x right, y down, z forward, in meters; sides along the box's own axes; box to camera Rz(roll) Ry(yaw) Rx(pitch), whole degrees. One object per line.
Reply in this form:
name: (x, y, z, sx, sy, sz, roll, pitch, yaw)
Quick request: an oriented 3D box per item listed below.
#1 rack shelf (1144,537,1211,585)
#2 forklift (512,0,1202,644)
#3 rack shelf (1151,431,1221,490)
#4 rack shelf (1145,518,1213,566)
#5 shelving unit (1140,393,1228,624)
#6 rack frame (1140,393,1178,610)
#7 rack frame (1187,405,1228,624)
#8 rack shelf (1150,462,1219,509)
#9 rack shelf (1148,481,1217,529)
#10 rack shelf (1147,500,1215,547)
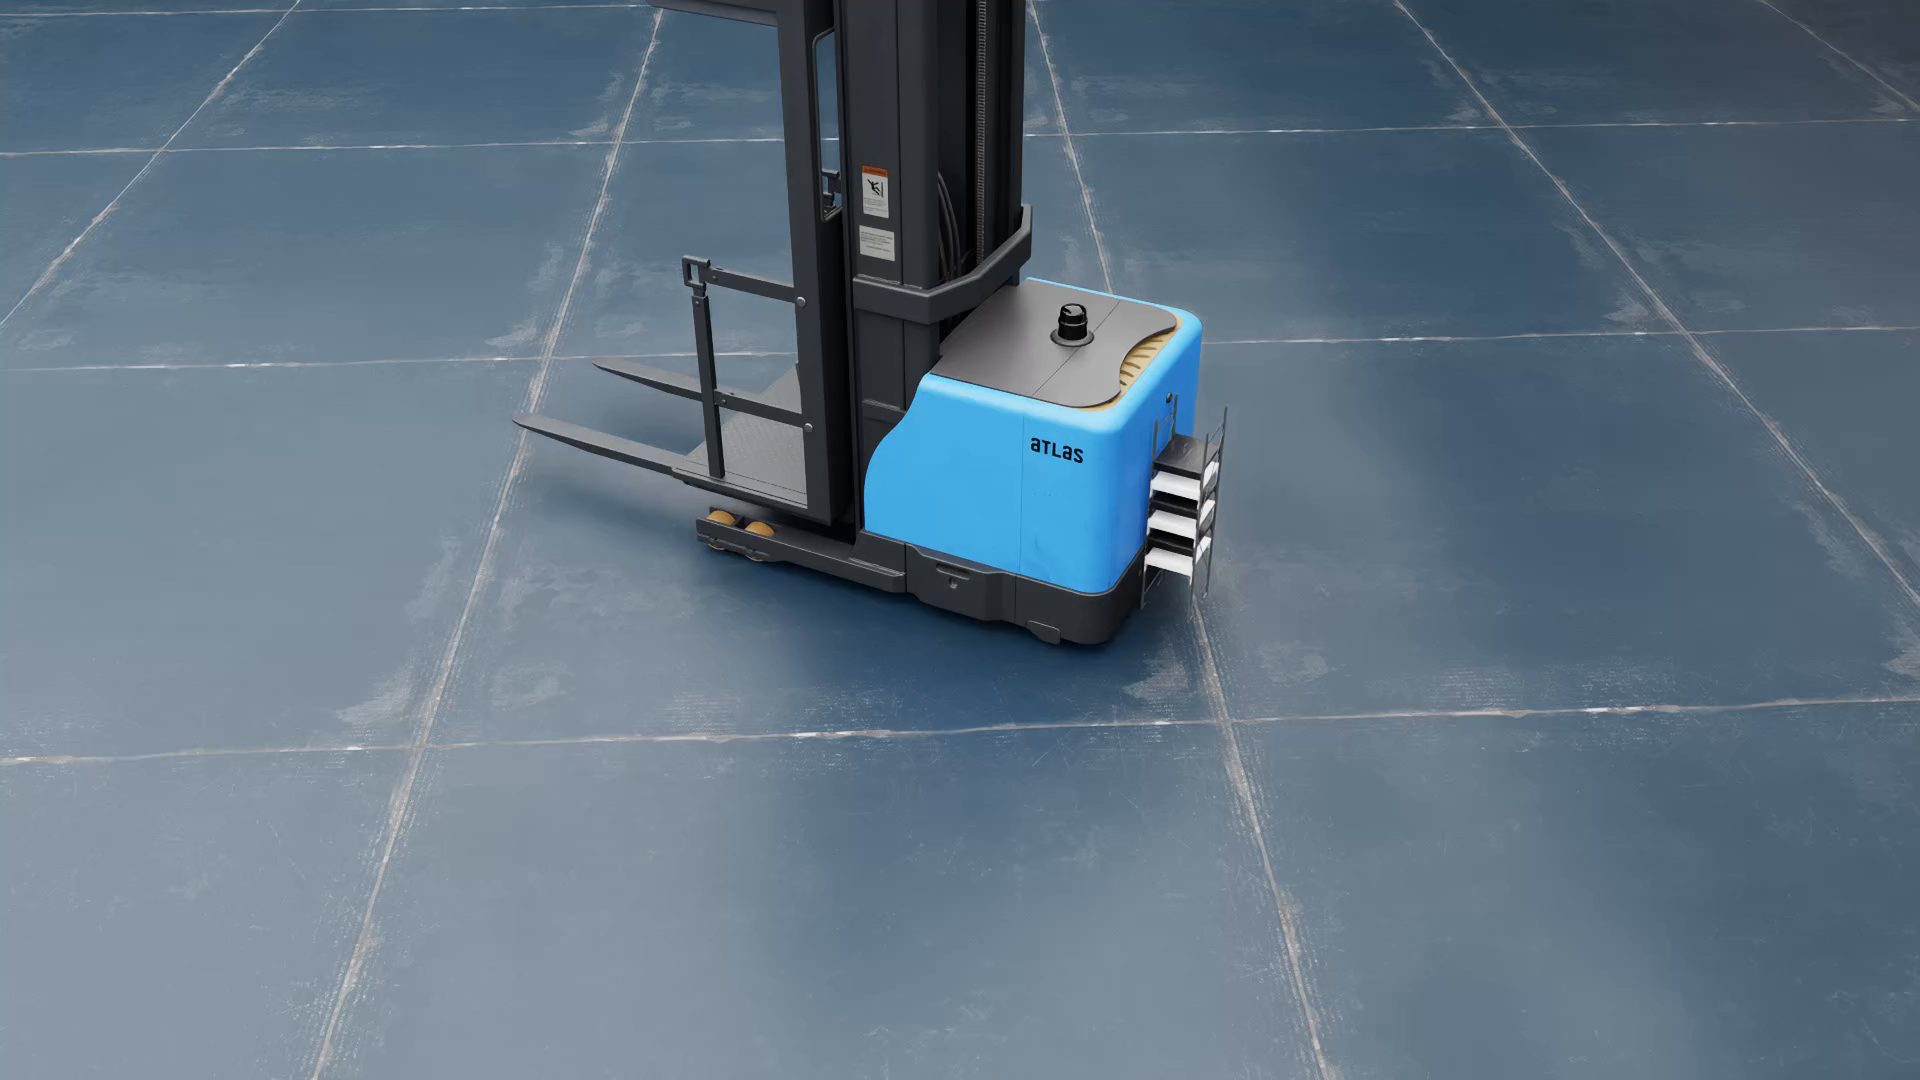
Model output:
rack shelf: (0.888, 0.058, 6.750, 0.200, 0.077, 0.258, 16, 38, 21)
forklift: (-0.565, -1.365, 6.647, 3.031, 2.935, 1.130, 16, 38, 21)
rack shelf: (0.888, -0.312, 6.494, 0.200, 0.077, 0.258, 16, 38, 21)
rack shelf: (0.888, -0.016, 6.699, 0.200, 0.077, 0.258, 16, 38, 21)
shelving unit: (0.888, -0.117, 6.628, 0.210, 0.900, 0.258, 16, 38, 21)
rack frame: (0.797, -0.143, 6.666, 0.006, 0.900, 0.240, 16, 38, 21)
rack frame: (0.979, -0.091, 6.591, 0.006, 0.900, 0.240, 16, 38, 21)
rack shelf: (0.888, -0.238, 6.545, 0.200, 0.077, 0.258, 16, 38, 21)
rack shelf: (0.888, -0.164, 6.596, 0.200, 0.077, 0.258, 16, 38, 21)
rack shelf: (0.888, -0.090, 6.647, 0.200, 0.077, 0.258, 16, 38, 21)
